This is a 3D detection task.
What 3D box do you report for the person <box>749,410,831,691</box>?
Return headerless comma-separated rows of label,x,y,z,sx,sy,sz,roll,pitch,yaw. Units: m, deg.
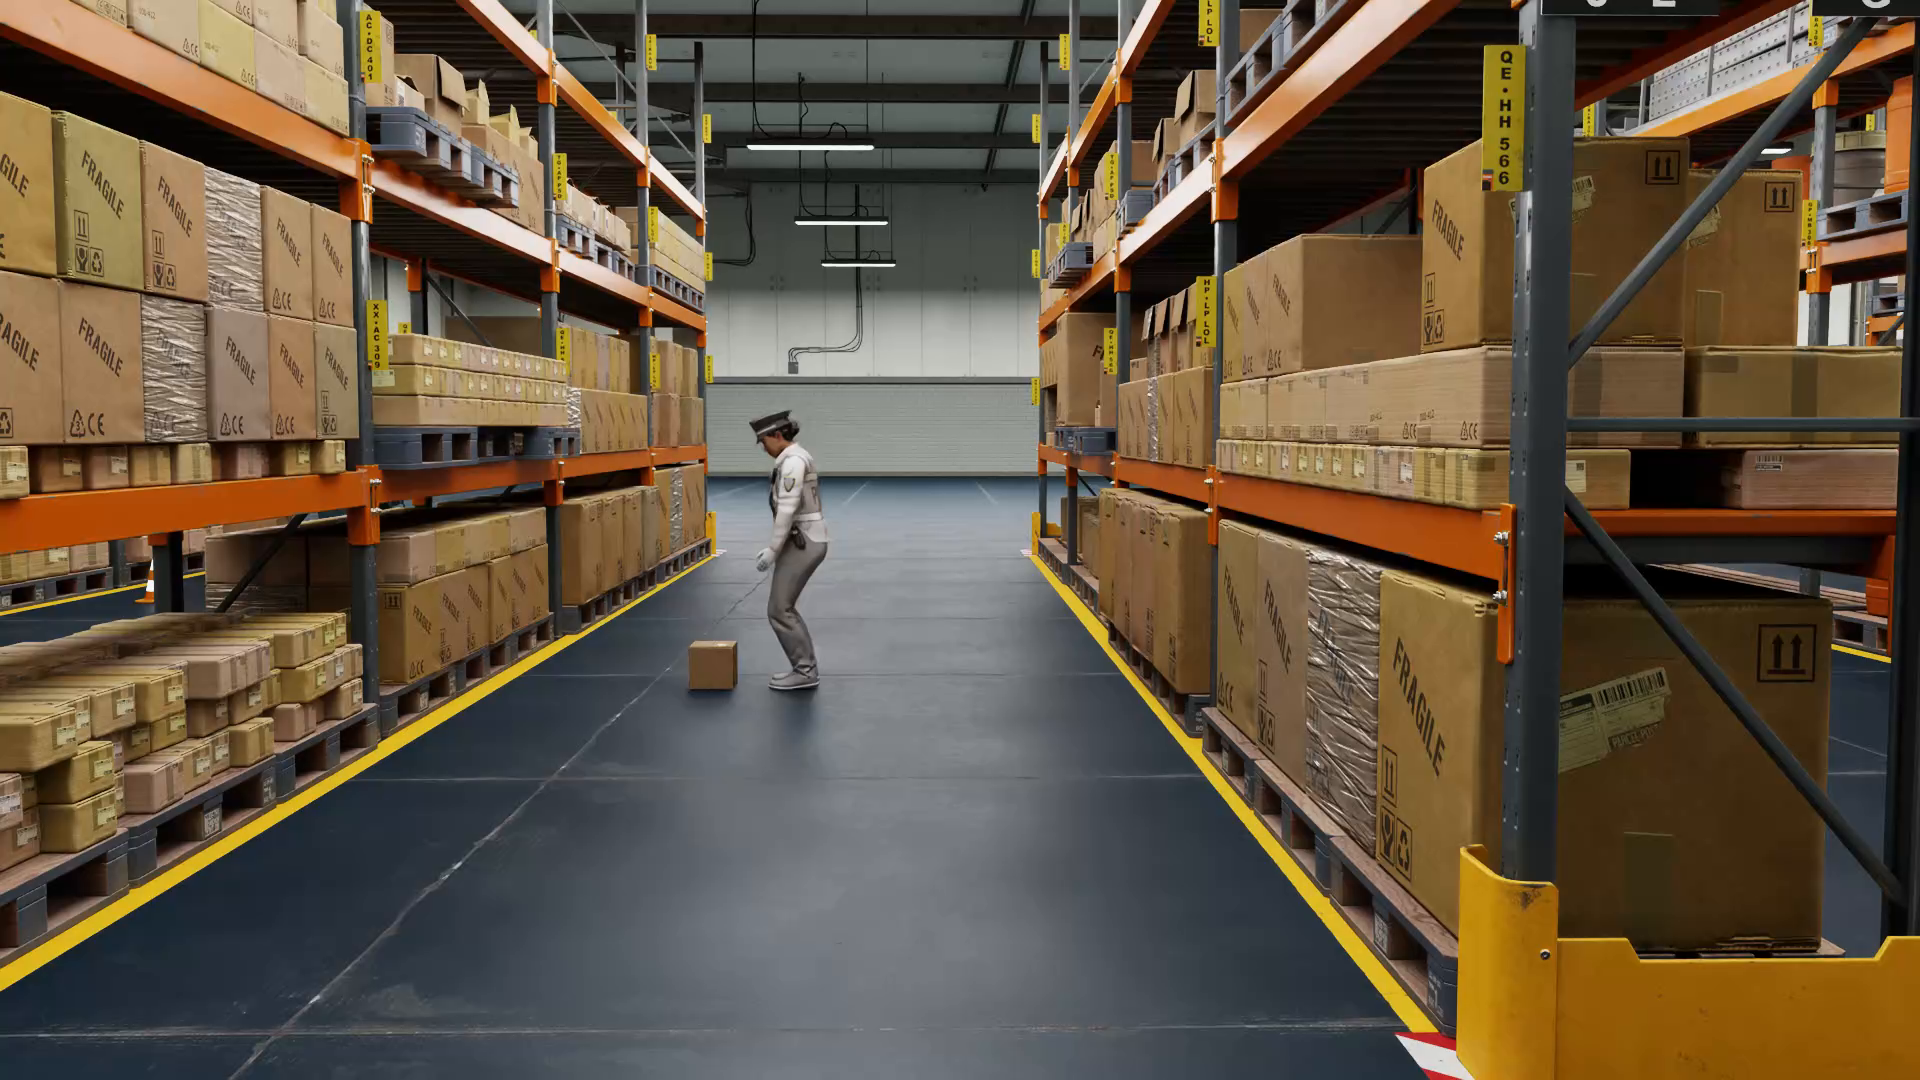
person,-0.983,0.057,9.613,0.465,1.613,0.504,0,4,0
